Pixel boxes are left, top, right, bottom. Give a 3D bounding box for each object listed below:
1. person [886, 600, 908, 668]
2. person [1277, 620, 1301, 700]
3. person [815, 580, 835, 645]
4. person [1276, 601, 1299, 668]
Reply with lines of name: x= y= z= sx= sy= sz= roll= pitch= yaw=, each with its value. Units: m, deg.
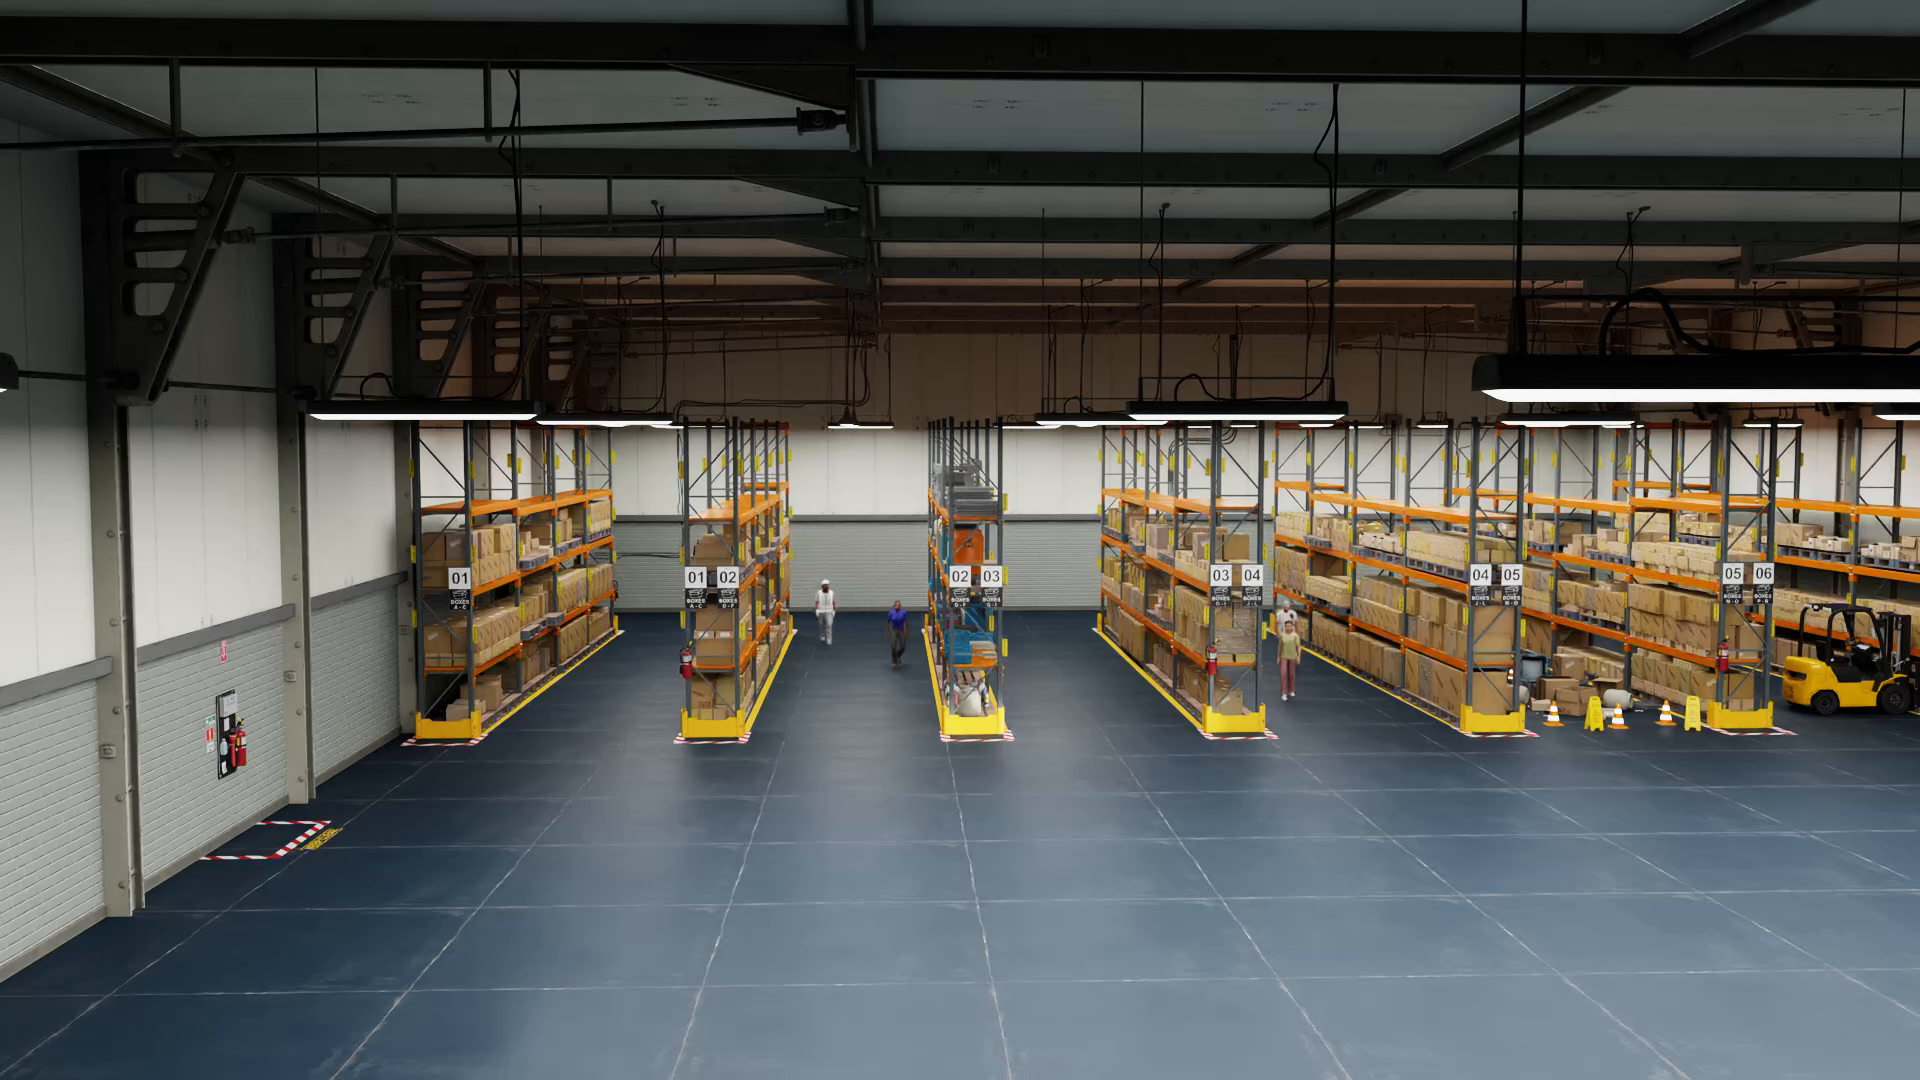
person: x=-1.535 y=2.277 z=40.587 sx=0.540 sy=1.627 sz=0.517 roll=0 pitch=4 yaw=-7
person: x=7.066 y=2.565 z=35.727 sx=0.504 sy=1.697 sz=0.619 roll=1 pitch=4 yaw=16
person: x=-3.624 y=1.939 z=44.639 sx=0.555 sy=1.726 sz=1.094 roll=0 pitch=4 yaw=-5
person: x=7.953 y=2.275 z=40.437 sx=0.539 sy=1.642 sz=0.640 roll=1 pitch=4 yaw=10
